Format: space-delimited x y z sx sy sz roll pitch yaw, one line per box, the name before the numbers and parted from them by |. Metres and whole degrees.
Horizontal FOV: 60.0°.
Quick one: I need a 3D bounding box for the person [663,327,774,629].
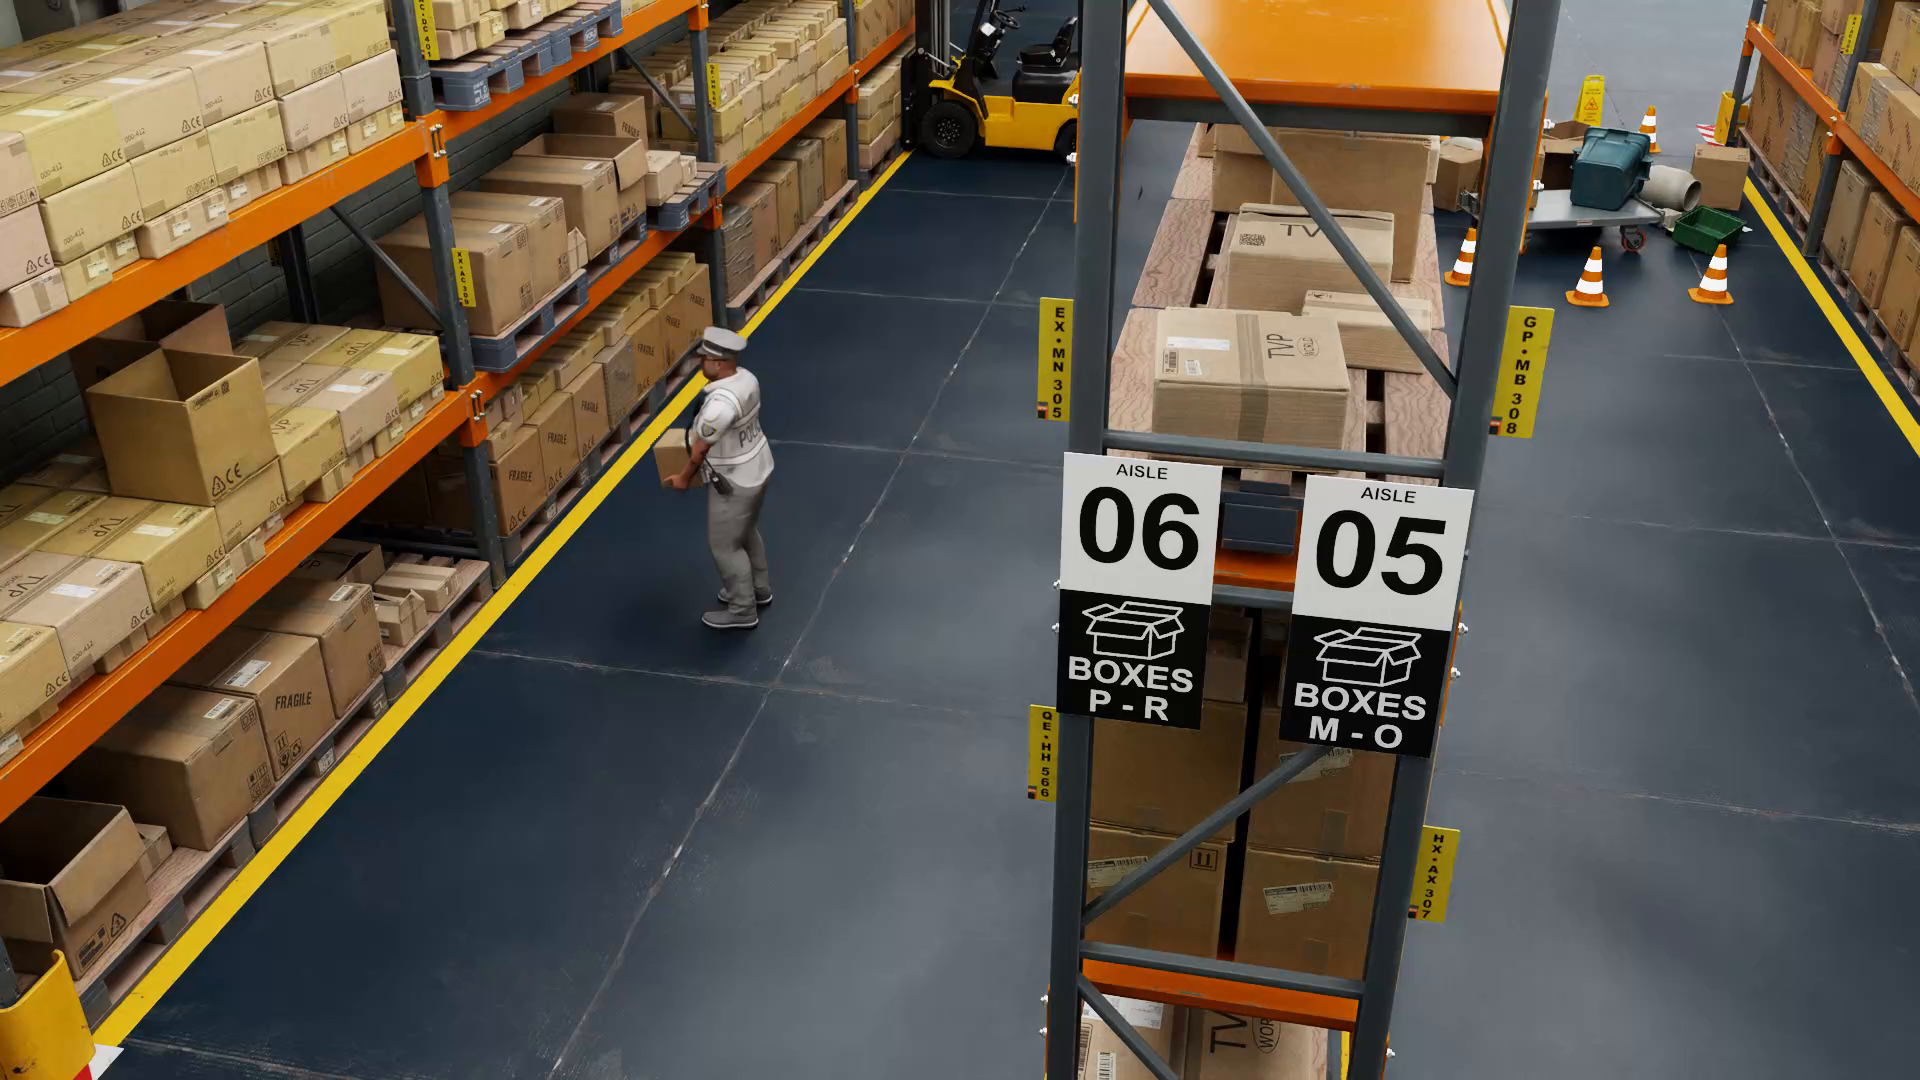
person | -1.338 -0.350 9.245 0.572 1.770 0.490 5 29 10
